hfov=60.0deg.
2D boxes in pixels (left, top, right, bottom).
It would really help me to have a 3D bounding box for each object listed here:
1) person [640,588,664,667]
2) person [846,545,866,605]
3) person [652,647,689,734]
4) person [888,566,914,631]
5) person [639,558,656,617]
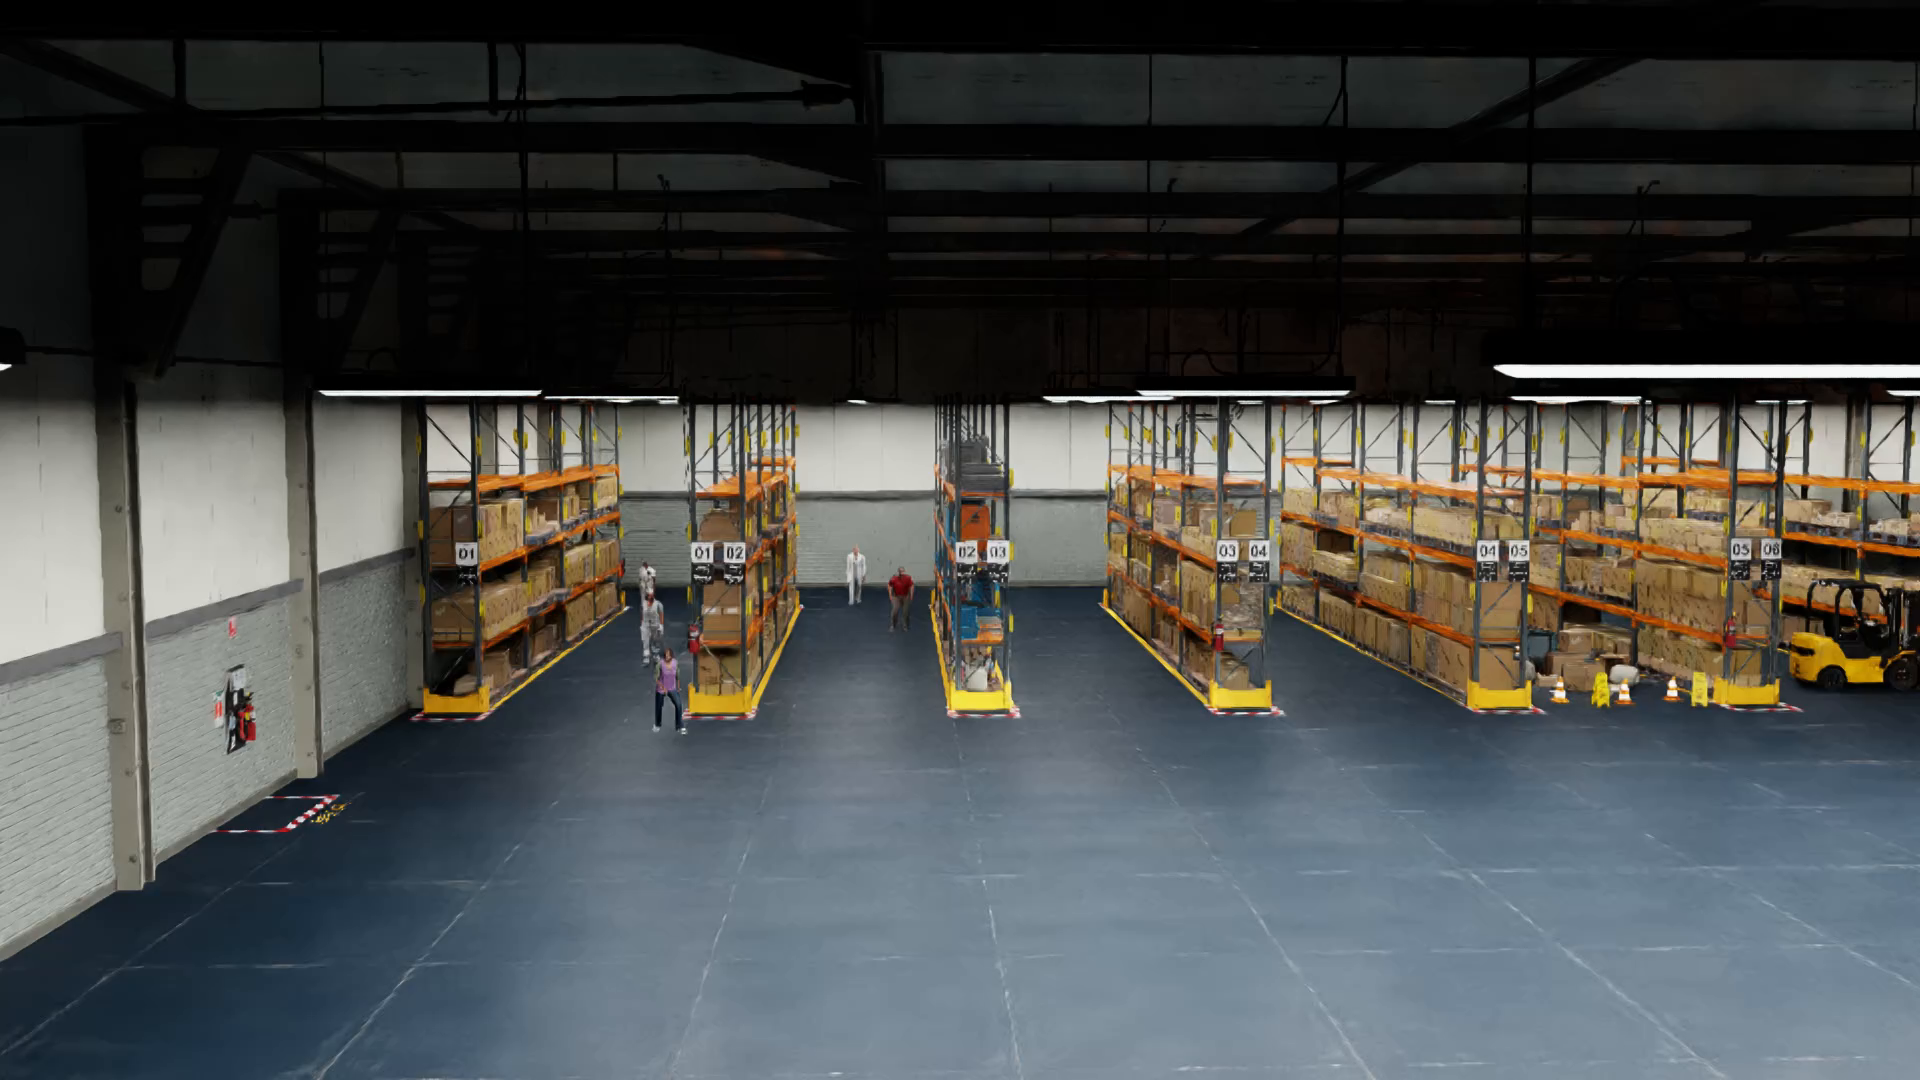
[{"bbox_3d":[-6.819,1.885,36.774,0.567,1.684,1.022,0,5,-3],"label":"person"},{"bbox_3d":[-3.016,0.994,48.229,0.588,1.700,1.193,0,5,-4],"label":"person"},{"bbox_3d":[-5.111,2.635,29.099,0.573,1.500,0.762,-2,5,-22],"label":"person"},{"bbox_3d":[-1.510,1.488,42.503,0.682,1.676,0.535,0,5,-3],"label":"person"},{"bbox_3d":[-8.516,1.276,45.330,0.463,1.622,0.998,0,5,-3],"label":"person"}]
